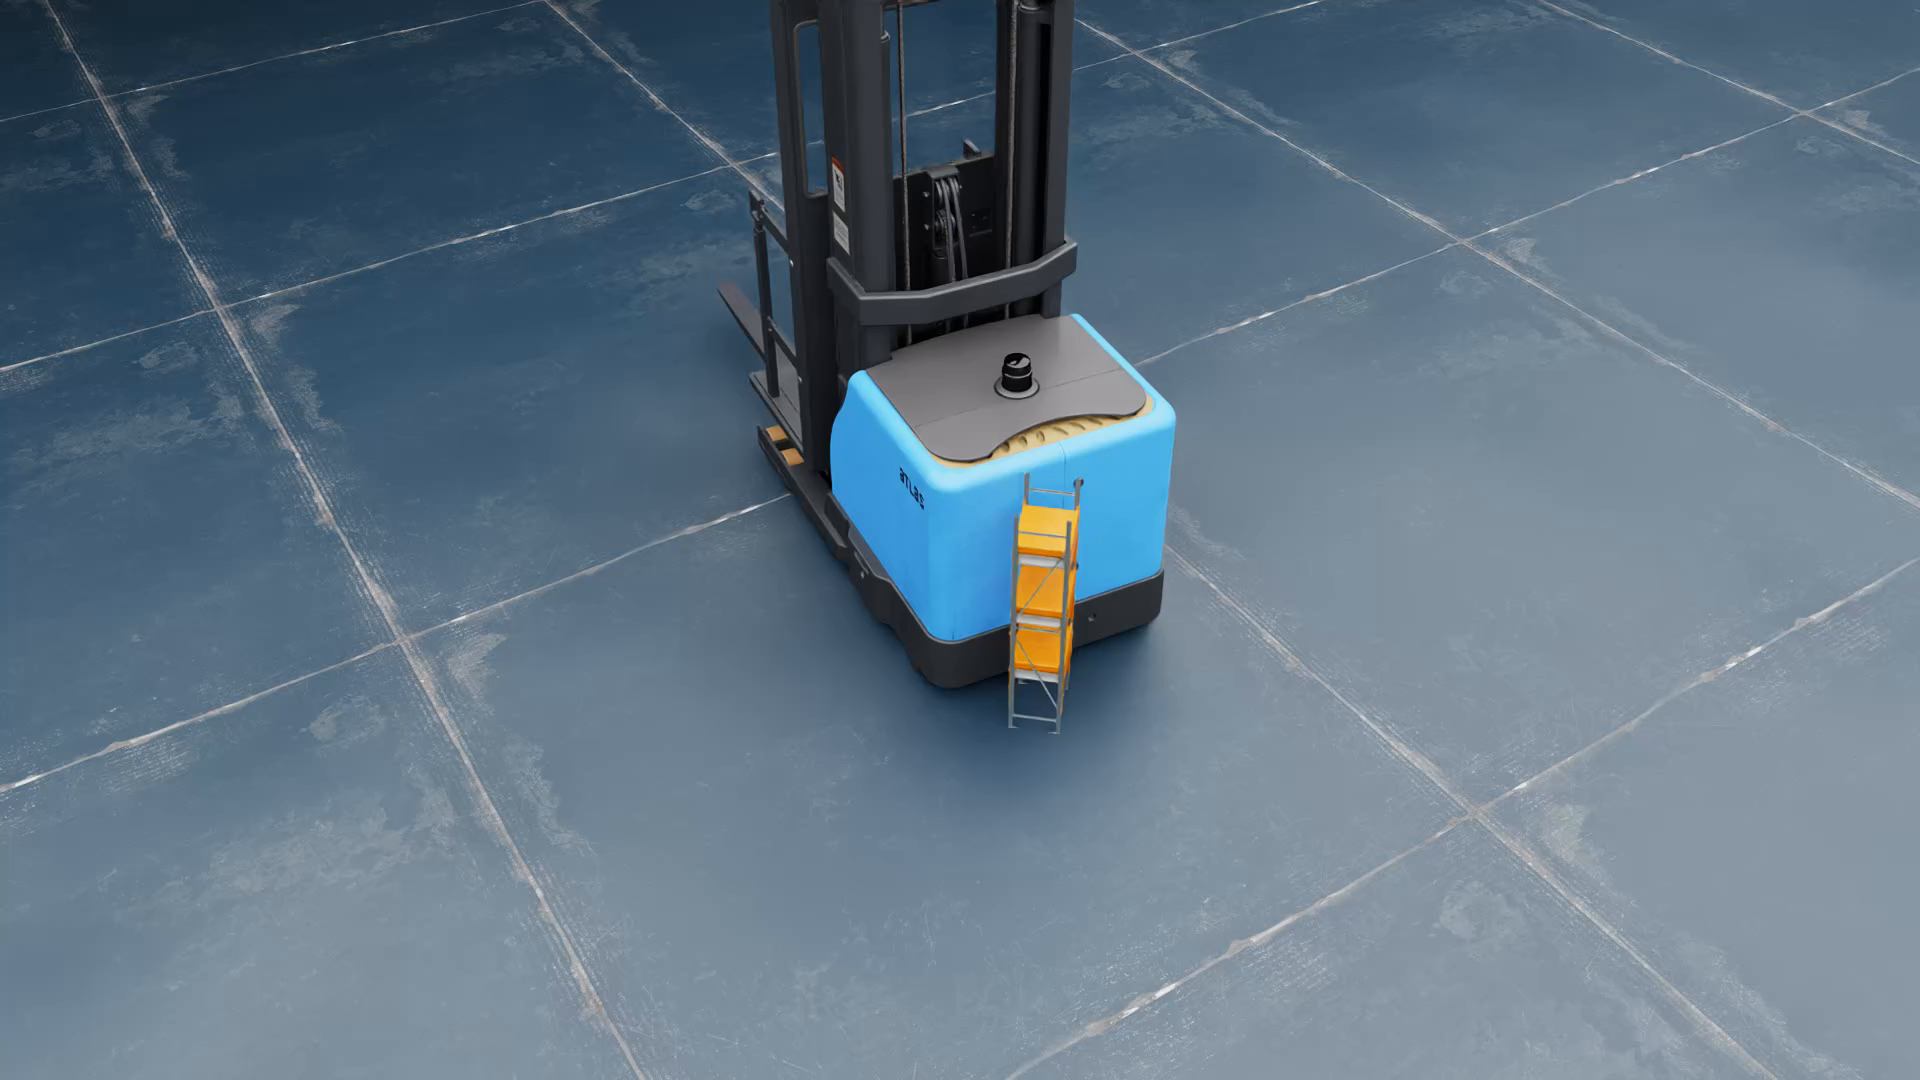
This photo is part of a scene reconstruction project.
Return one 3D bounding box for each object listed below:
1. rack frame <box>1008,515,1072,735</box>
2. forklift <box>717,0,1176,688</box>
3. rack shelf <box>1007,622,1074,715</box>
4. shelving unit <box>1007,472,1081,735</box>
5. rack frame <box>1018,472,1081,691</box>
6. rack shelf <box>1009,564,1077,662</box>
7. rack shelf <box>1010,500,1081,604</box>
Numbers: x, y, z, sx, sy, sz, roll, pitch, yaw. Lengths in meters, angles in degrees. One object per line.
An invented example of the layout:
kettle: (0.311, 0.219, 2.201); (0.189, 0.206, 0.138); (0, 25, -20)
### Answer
rack frame: (0.284, 0.329, 6.034); (0.200, 1.050, 0.008); (7, 40, 8)
forklift: (-0.276, -1.490, 6.749); (1.130, 2.935, 3.031); (-17, 43, -20)
rack shelf: (0.306, 0.474, 6.311); (0.215, 0.259, 0.240); (7, 40, 8)
shelving unit: (0.306, 0.253, 6.127); (0.215, 1.050, 0.252); (7, 40, 8)
rack frame: (0.328, 0.176, 6.219); (0.200, 1.050, 0.008); (7, 40, 8)
rack shelf: (0.306, 0.261, 6.133); (0.215, 0.259, 0.240); (7, 40, 8)
rack shelf: (0.306, 0.043, 5.952); (0.215, 0.259, 0.240); (7, 40, 8)
